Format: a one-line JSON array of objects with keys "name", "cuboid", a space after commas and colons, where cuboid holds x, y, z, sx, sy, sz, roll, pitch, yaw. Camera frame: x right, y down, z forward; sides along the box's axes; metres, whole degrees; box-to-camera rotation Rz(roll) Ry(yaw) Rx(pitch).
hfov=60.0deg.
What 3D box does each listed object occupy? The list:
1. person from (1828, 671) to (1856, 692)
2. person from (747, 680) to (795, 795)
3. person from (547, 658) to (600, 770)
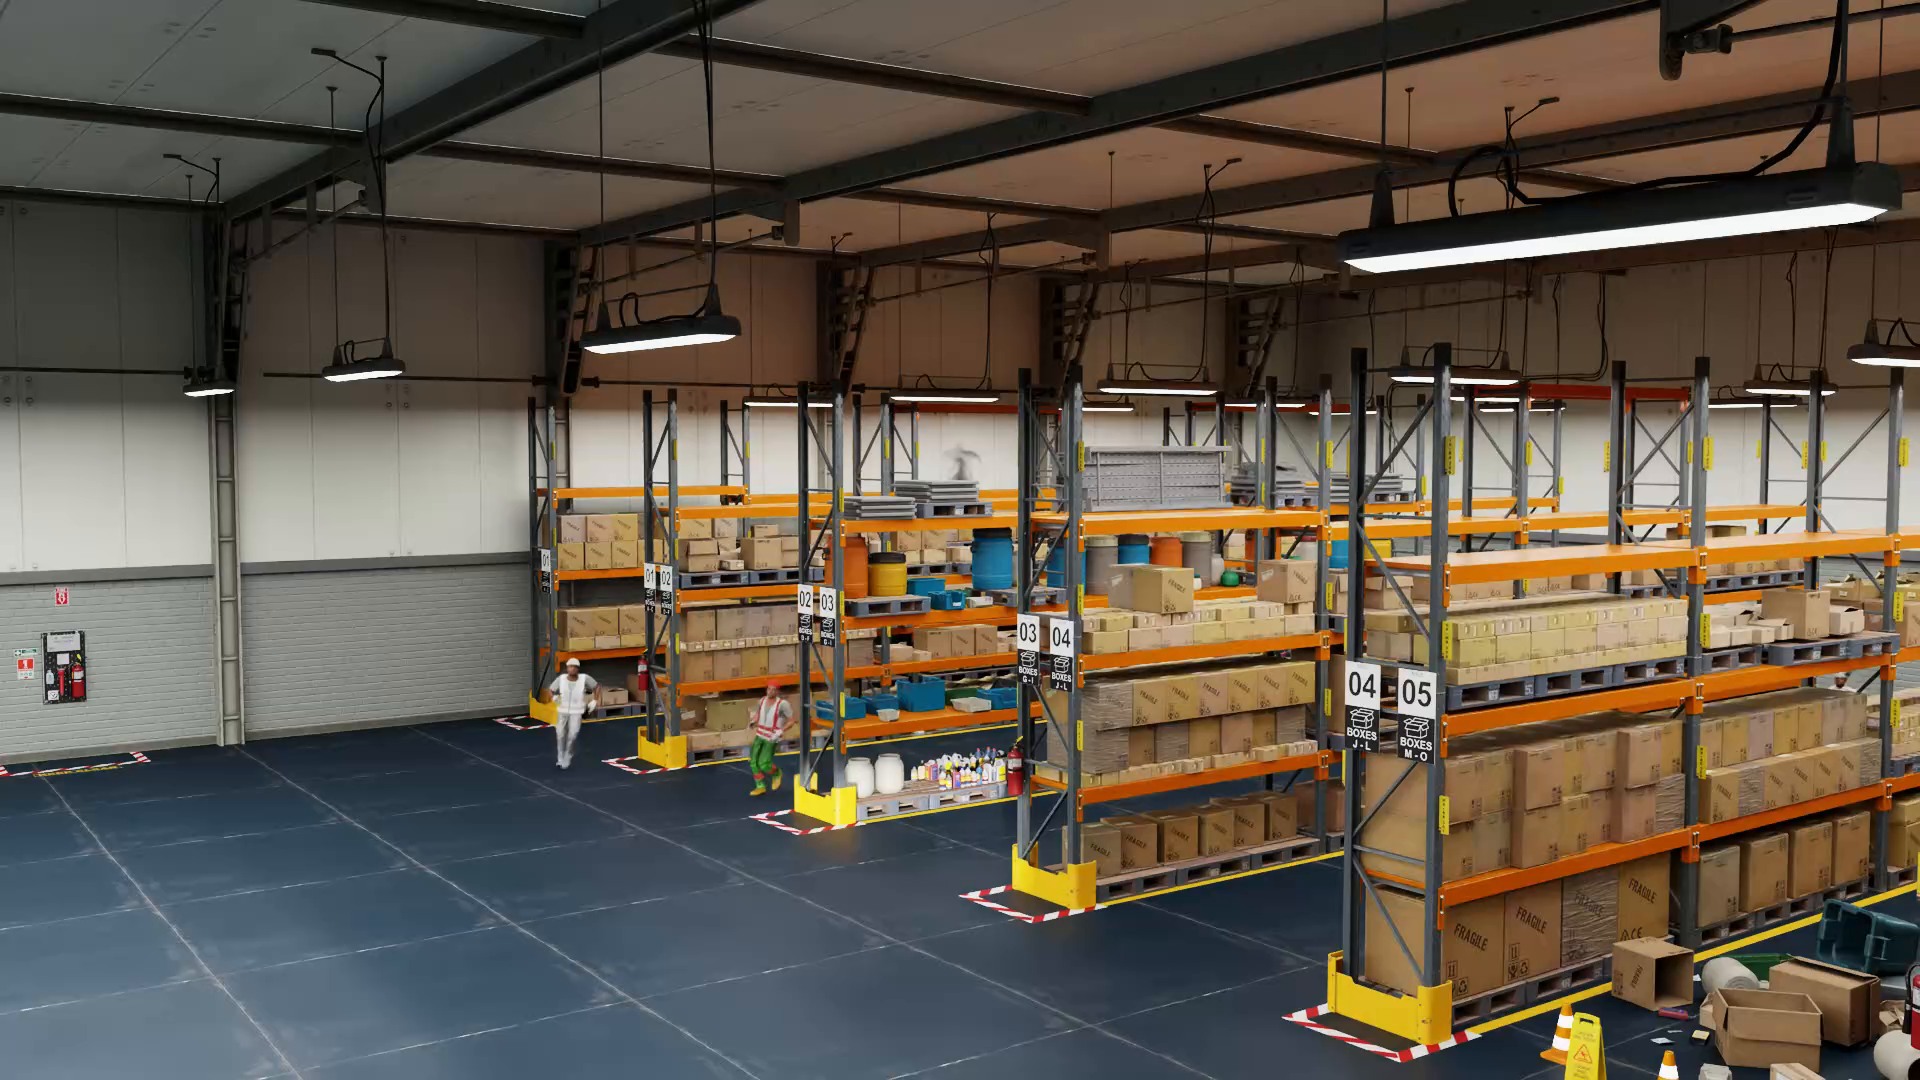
[{"name": "person", "cuboid": [13.574, 2.809, 25.653, 0.580, 1.659, 0.693, 3, 5, 45]}, {"name": "person", "cuboid": [-2.792, 2.882, 24.247, 0.659, 1.700, 0.522, 2, 4, 32]}, {"name": "person", "cuboid": [-6.101, 2.734, 26.204, 0.812, 1.757, 0.635, 0, 3, -4]}]
